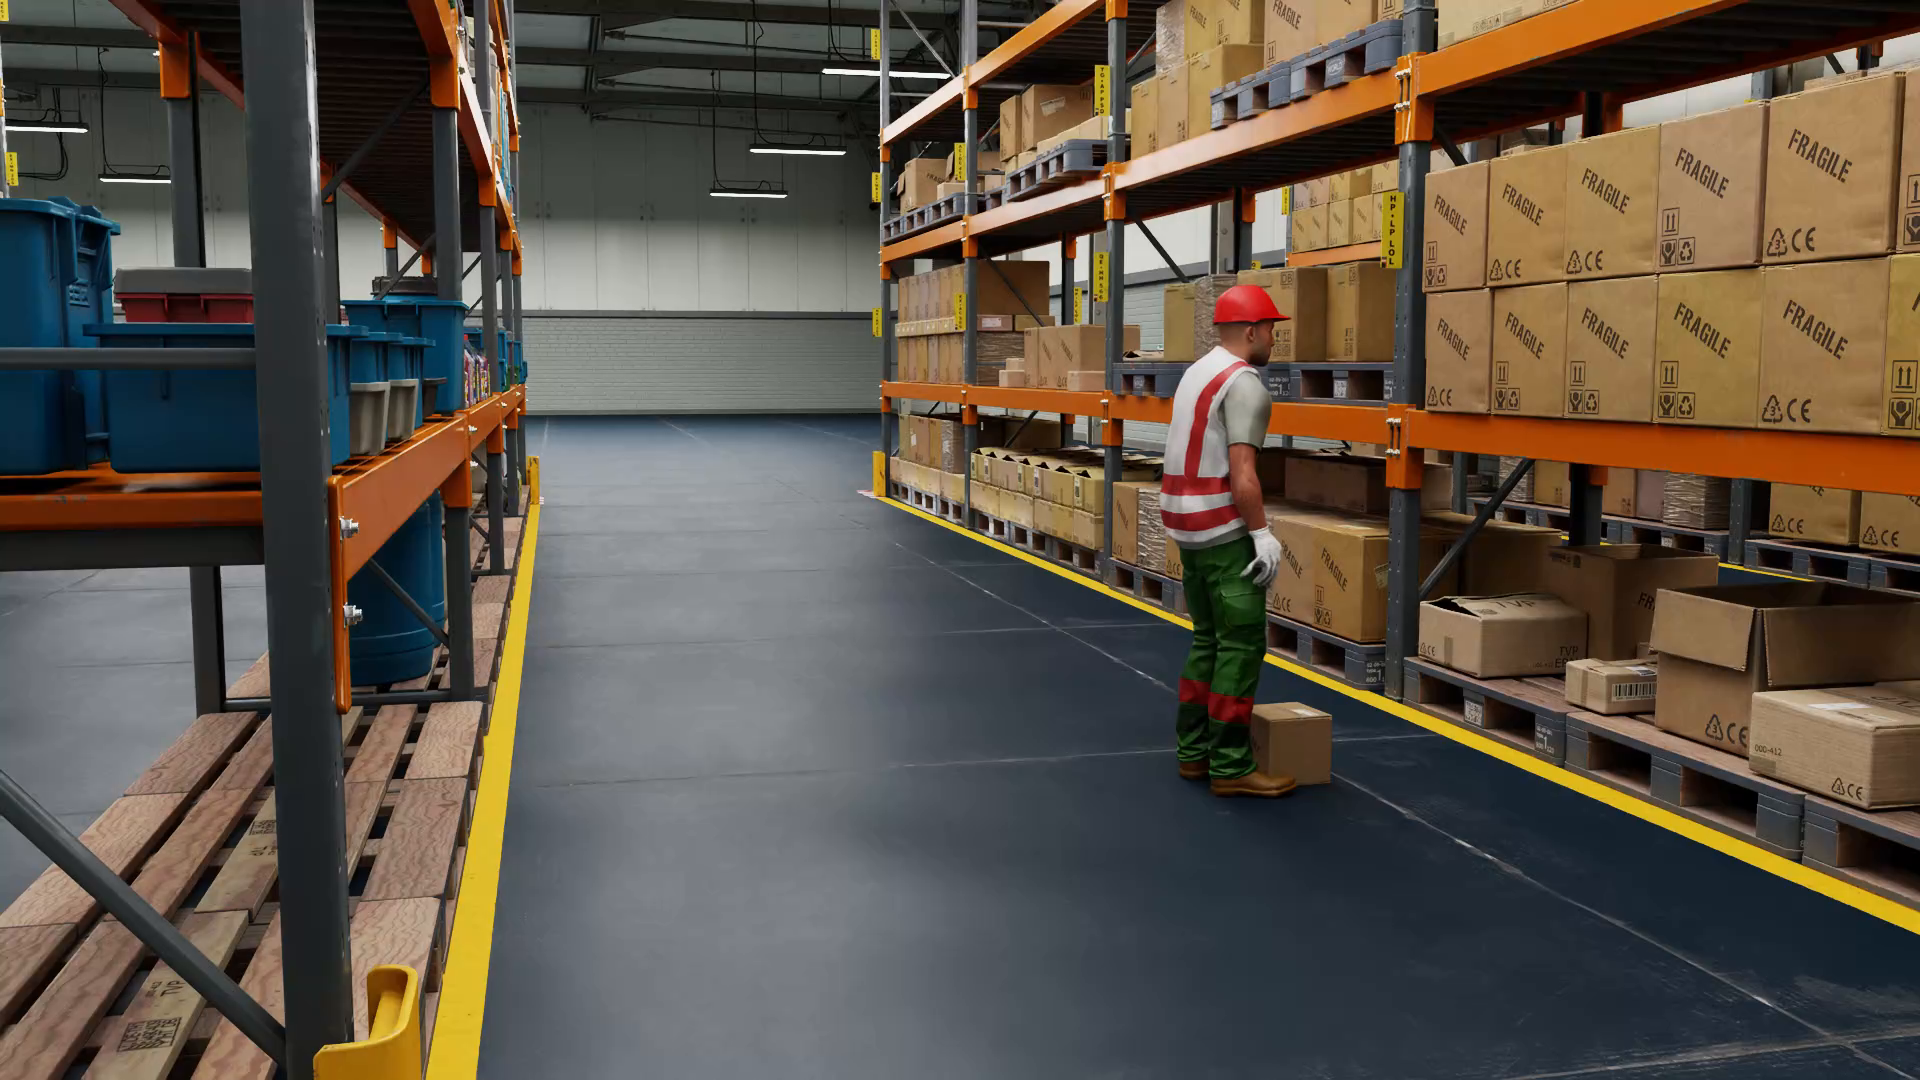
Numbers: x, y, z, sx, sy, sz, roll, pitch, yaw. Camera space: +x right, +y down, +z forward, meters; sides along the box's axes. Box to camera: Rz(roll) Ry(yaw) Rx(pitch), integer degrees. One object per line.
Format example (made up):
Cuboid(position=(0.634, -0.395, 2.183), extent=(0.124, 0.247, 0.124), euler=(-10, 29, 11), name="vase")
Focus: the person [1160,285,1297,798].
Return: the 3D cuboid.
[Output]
Cuboid(position=(0.957, -0.010, 5.914), extent=(0.448, 1.780, 0.608), euler=(-1, 6, -13), name="person")
